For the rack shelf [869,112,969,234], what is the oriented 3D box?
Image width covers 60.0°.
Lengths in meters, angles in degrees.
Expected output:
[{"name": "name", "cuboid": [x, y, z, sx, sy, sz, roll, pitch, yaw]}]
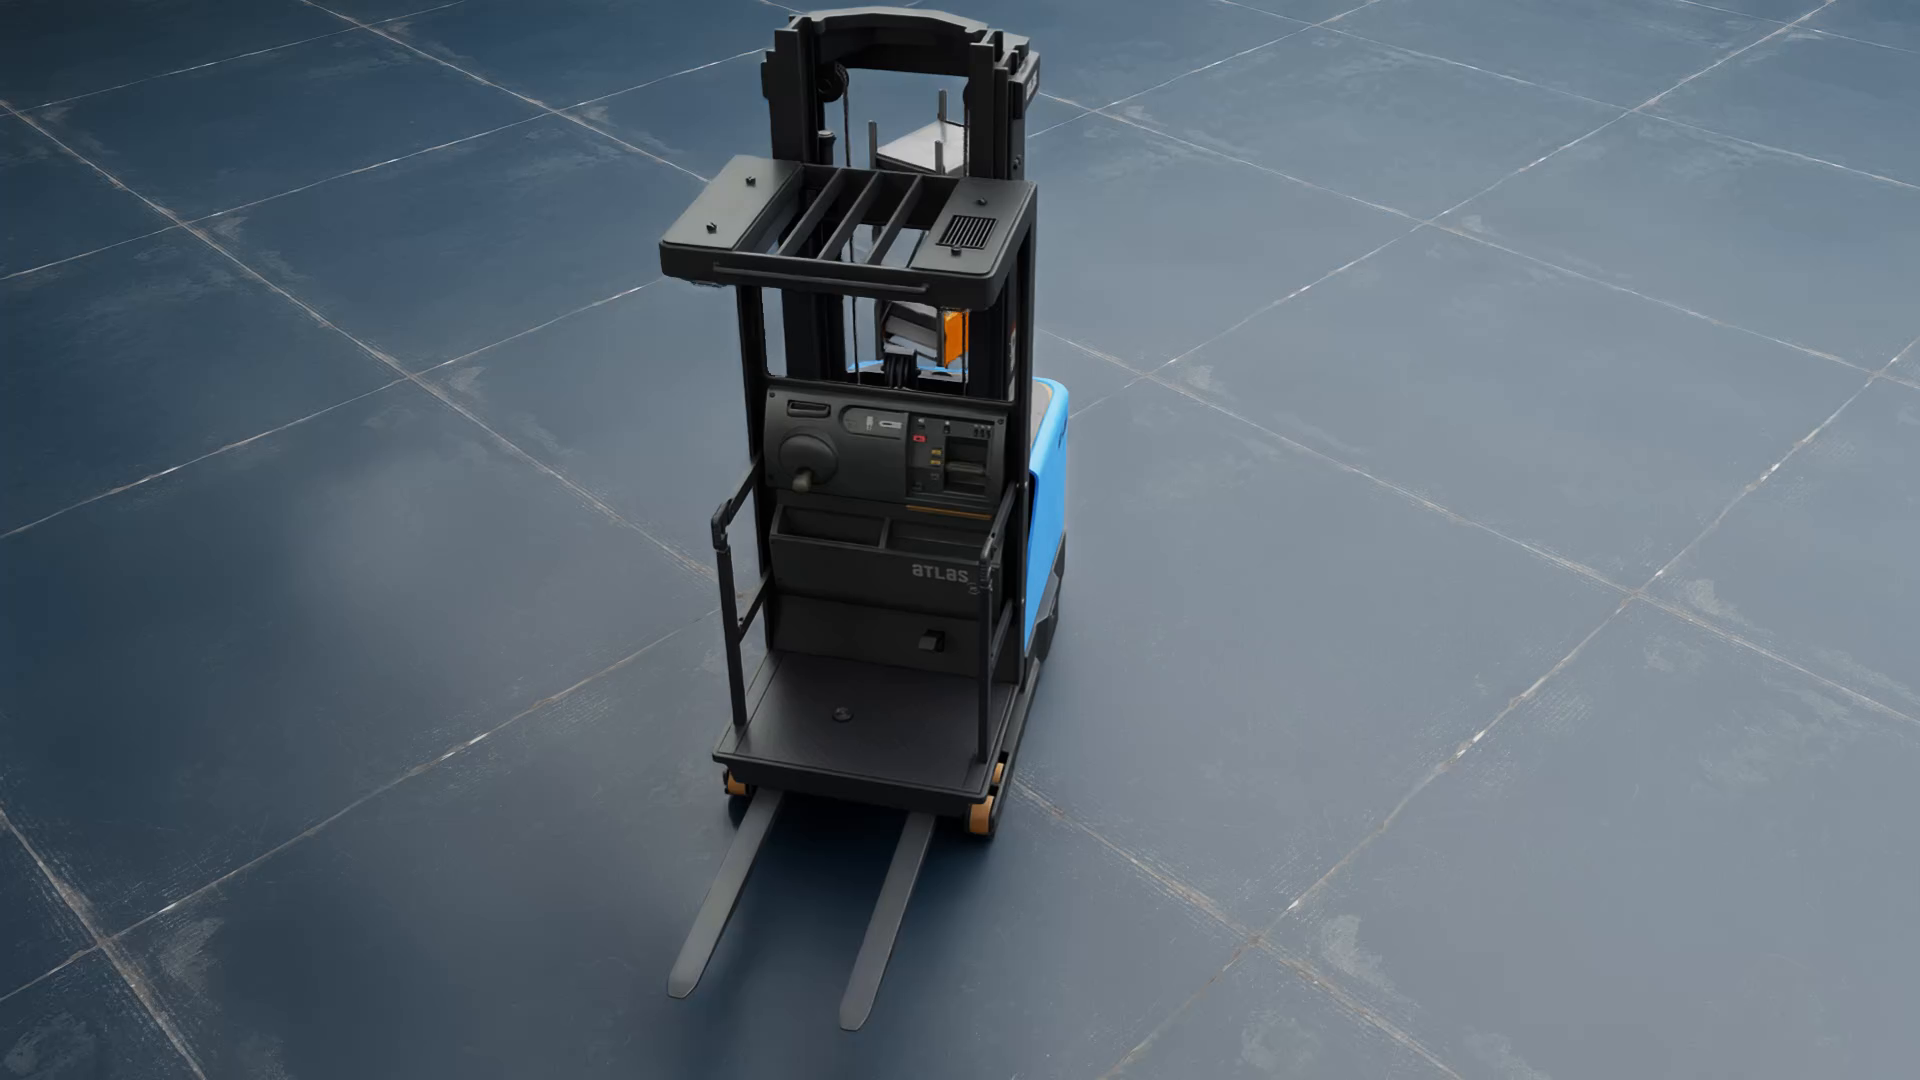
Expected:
[{"name": "rack shelf", "cuboid": [-0.082, -1.549, 7.436, 0.431, 0.518, 0.480, 24, 41, 30]}]

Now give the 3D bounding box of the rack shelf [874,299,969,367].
[{"name": "rack shelf", "cuboid": [-0.082, -0.975, 7.837, 0.431, 0.518, 0.480, 24, 41, 30]}]

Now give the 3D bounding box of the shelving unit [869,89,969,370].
[{"name": "shelving unit", "cuboid": [-0.082, -0.986, 7.829, 0.431, 2.100, 0.503, 24, 41, 30]}]

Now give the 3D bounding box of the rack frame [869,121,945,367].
[{"name": "rack frame", "cuboid": [-0.231, -0.876, 7.670, 0.400, 2.100, 0.015, 24, 41, 30]}]

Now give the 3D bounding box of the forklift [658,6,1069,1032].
[{"name": "forklift", "cuboid": [-0.331, -0.274, 6.081, 1.130, 2.935, 3.031, 7, 36, 11]}]

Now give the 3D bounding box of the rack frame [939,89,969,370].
[{"name": "rack frame", "cuboid": [0.066, -1.097, 7.987, 0.400, 2.100, 0.015, 24, 41, 30]}]
